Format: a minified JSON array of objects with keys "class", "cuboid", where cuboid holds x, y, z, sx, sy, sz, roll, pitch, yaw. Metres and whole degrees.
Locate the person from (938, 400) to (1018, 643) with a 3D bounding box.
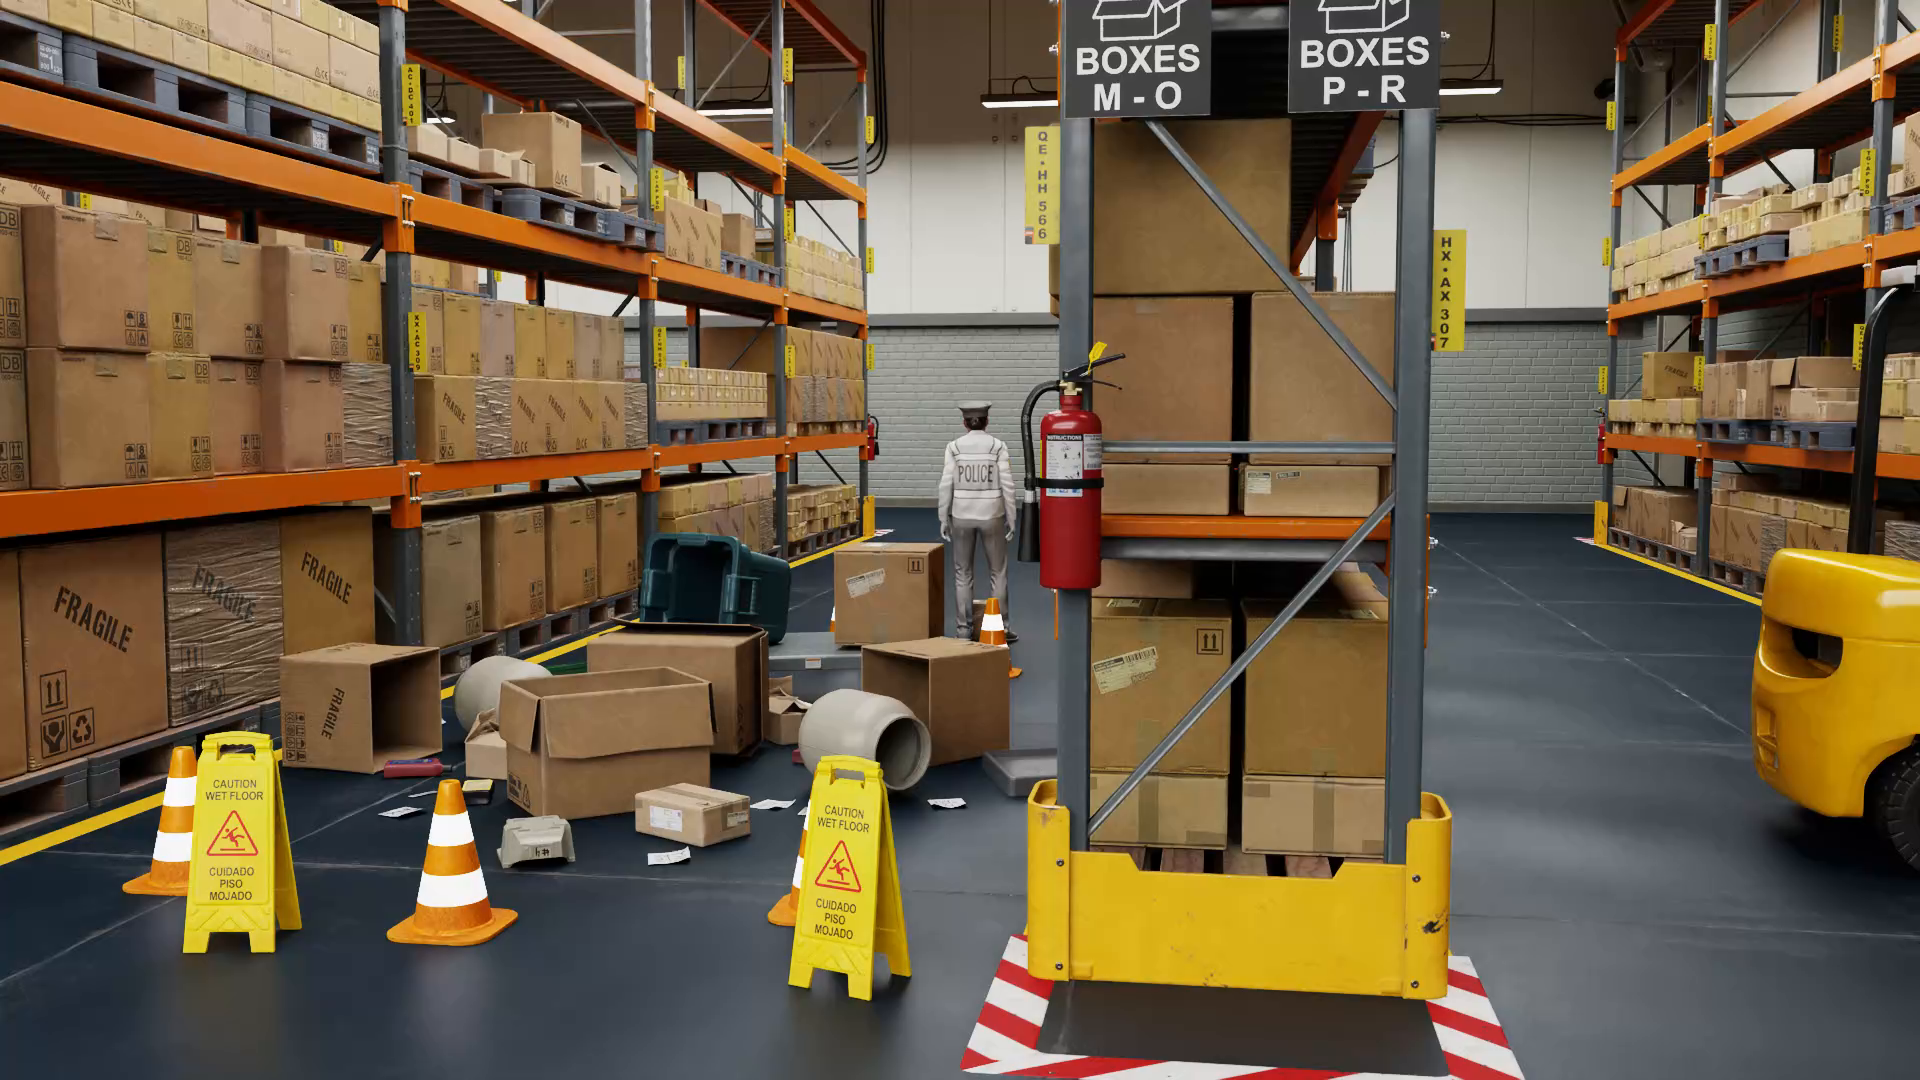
[{"class":"person","cuboid":[0.123,-0.126,11.425,0.547,1.667,0.370,0,5,6]}]
